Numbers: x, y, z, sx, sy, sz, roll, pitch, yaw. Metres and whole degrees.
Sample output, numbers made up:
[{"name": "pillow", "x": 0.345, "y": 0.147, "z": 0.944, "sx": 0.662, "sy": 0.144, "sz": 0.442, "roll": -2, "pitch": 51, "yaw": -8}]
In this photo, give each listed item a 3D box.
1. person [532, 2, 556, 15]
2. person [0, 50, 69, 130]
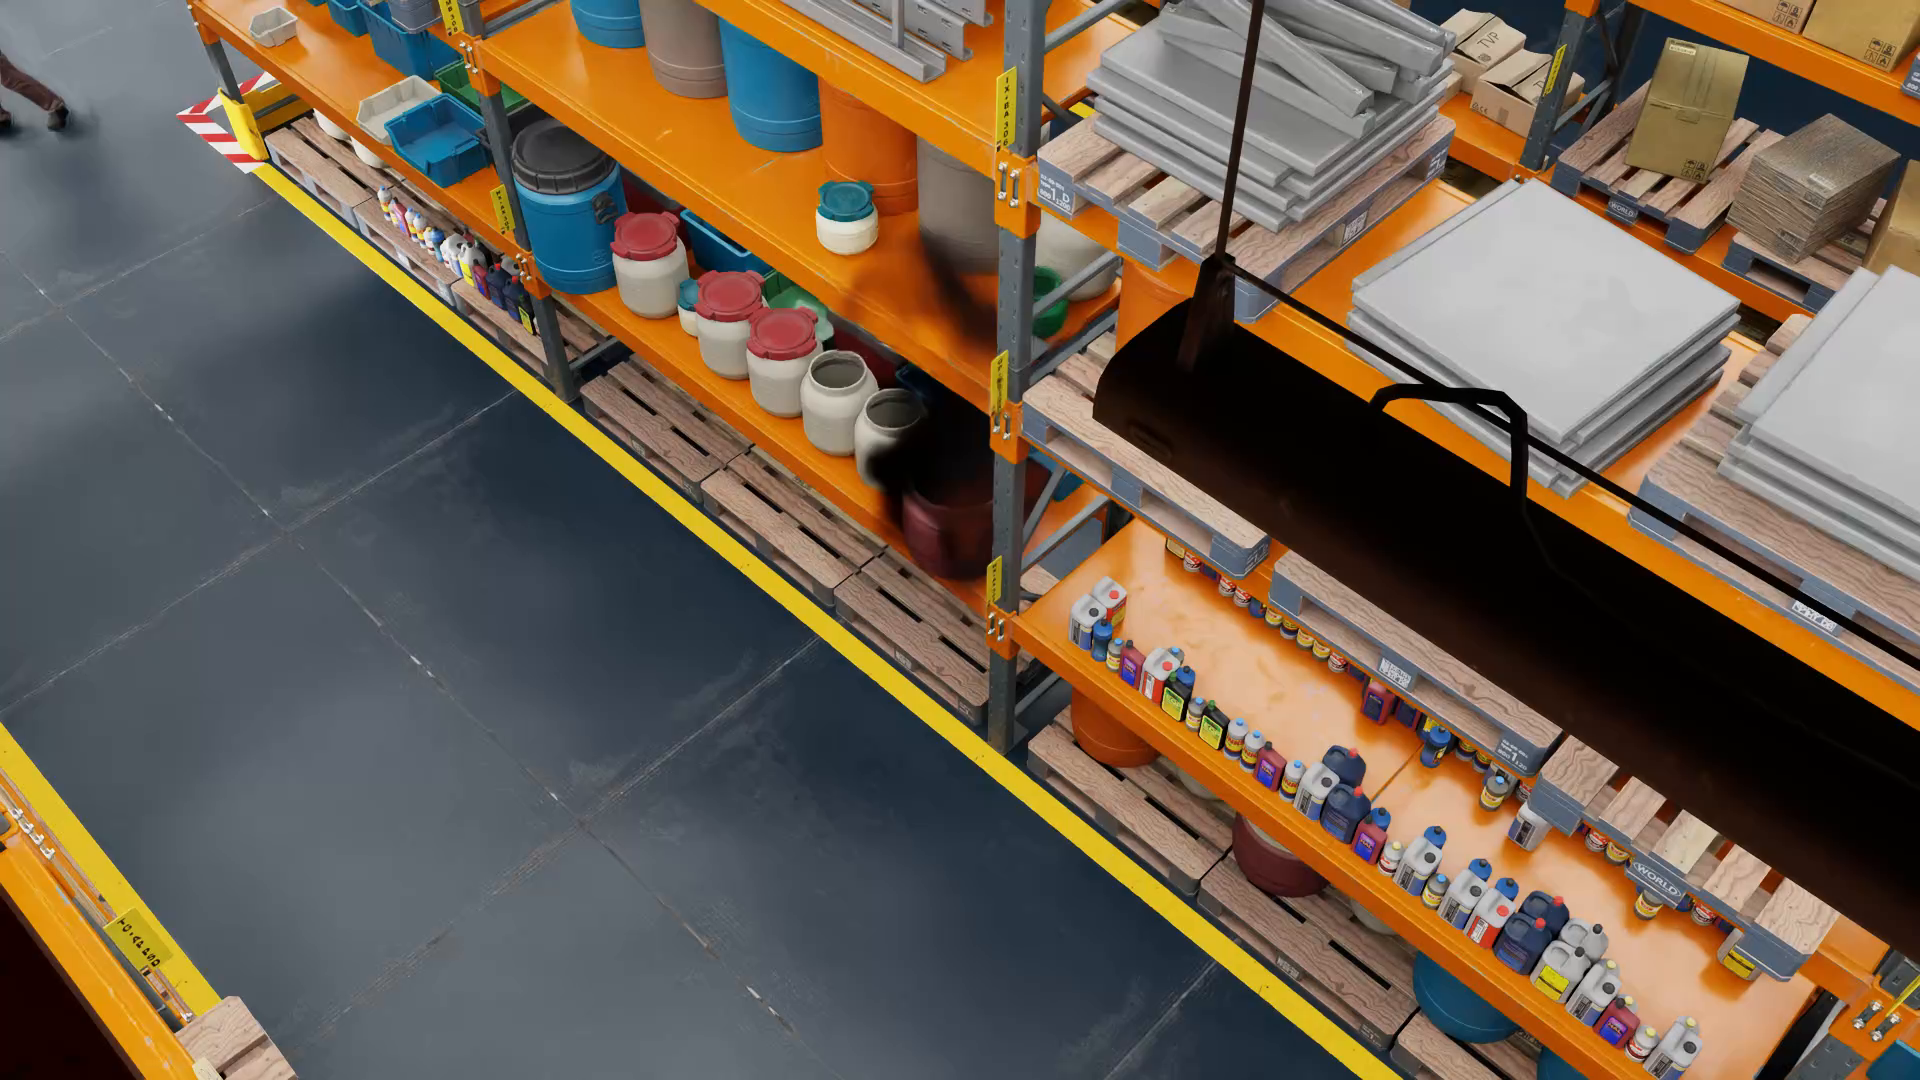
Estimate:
[{"name": "person", "x": -3.213, "y": -4.727, "z": 13.217, "sx": 1.014, "sy": 1.732, "sz": 0.626, "roll": 4, "pitch": 50, "yaw": 3}, {"name": "person", "x": -7.498, "y": -3.738, "z": 12.471, "sx": 0.896, "sy": 1.649, "sz": 0.707, "roll": -37, "pitch": 59, "yaw": -27}]
